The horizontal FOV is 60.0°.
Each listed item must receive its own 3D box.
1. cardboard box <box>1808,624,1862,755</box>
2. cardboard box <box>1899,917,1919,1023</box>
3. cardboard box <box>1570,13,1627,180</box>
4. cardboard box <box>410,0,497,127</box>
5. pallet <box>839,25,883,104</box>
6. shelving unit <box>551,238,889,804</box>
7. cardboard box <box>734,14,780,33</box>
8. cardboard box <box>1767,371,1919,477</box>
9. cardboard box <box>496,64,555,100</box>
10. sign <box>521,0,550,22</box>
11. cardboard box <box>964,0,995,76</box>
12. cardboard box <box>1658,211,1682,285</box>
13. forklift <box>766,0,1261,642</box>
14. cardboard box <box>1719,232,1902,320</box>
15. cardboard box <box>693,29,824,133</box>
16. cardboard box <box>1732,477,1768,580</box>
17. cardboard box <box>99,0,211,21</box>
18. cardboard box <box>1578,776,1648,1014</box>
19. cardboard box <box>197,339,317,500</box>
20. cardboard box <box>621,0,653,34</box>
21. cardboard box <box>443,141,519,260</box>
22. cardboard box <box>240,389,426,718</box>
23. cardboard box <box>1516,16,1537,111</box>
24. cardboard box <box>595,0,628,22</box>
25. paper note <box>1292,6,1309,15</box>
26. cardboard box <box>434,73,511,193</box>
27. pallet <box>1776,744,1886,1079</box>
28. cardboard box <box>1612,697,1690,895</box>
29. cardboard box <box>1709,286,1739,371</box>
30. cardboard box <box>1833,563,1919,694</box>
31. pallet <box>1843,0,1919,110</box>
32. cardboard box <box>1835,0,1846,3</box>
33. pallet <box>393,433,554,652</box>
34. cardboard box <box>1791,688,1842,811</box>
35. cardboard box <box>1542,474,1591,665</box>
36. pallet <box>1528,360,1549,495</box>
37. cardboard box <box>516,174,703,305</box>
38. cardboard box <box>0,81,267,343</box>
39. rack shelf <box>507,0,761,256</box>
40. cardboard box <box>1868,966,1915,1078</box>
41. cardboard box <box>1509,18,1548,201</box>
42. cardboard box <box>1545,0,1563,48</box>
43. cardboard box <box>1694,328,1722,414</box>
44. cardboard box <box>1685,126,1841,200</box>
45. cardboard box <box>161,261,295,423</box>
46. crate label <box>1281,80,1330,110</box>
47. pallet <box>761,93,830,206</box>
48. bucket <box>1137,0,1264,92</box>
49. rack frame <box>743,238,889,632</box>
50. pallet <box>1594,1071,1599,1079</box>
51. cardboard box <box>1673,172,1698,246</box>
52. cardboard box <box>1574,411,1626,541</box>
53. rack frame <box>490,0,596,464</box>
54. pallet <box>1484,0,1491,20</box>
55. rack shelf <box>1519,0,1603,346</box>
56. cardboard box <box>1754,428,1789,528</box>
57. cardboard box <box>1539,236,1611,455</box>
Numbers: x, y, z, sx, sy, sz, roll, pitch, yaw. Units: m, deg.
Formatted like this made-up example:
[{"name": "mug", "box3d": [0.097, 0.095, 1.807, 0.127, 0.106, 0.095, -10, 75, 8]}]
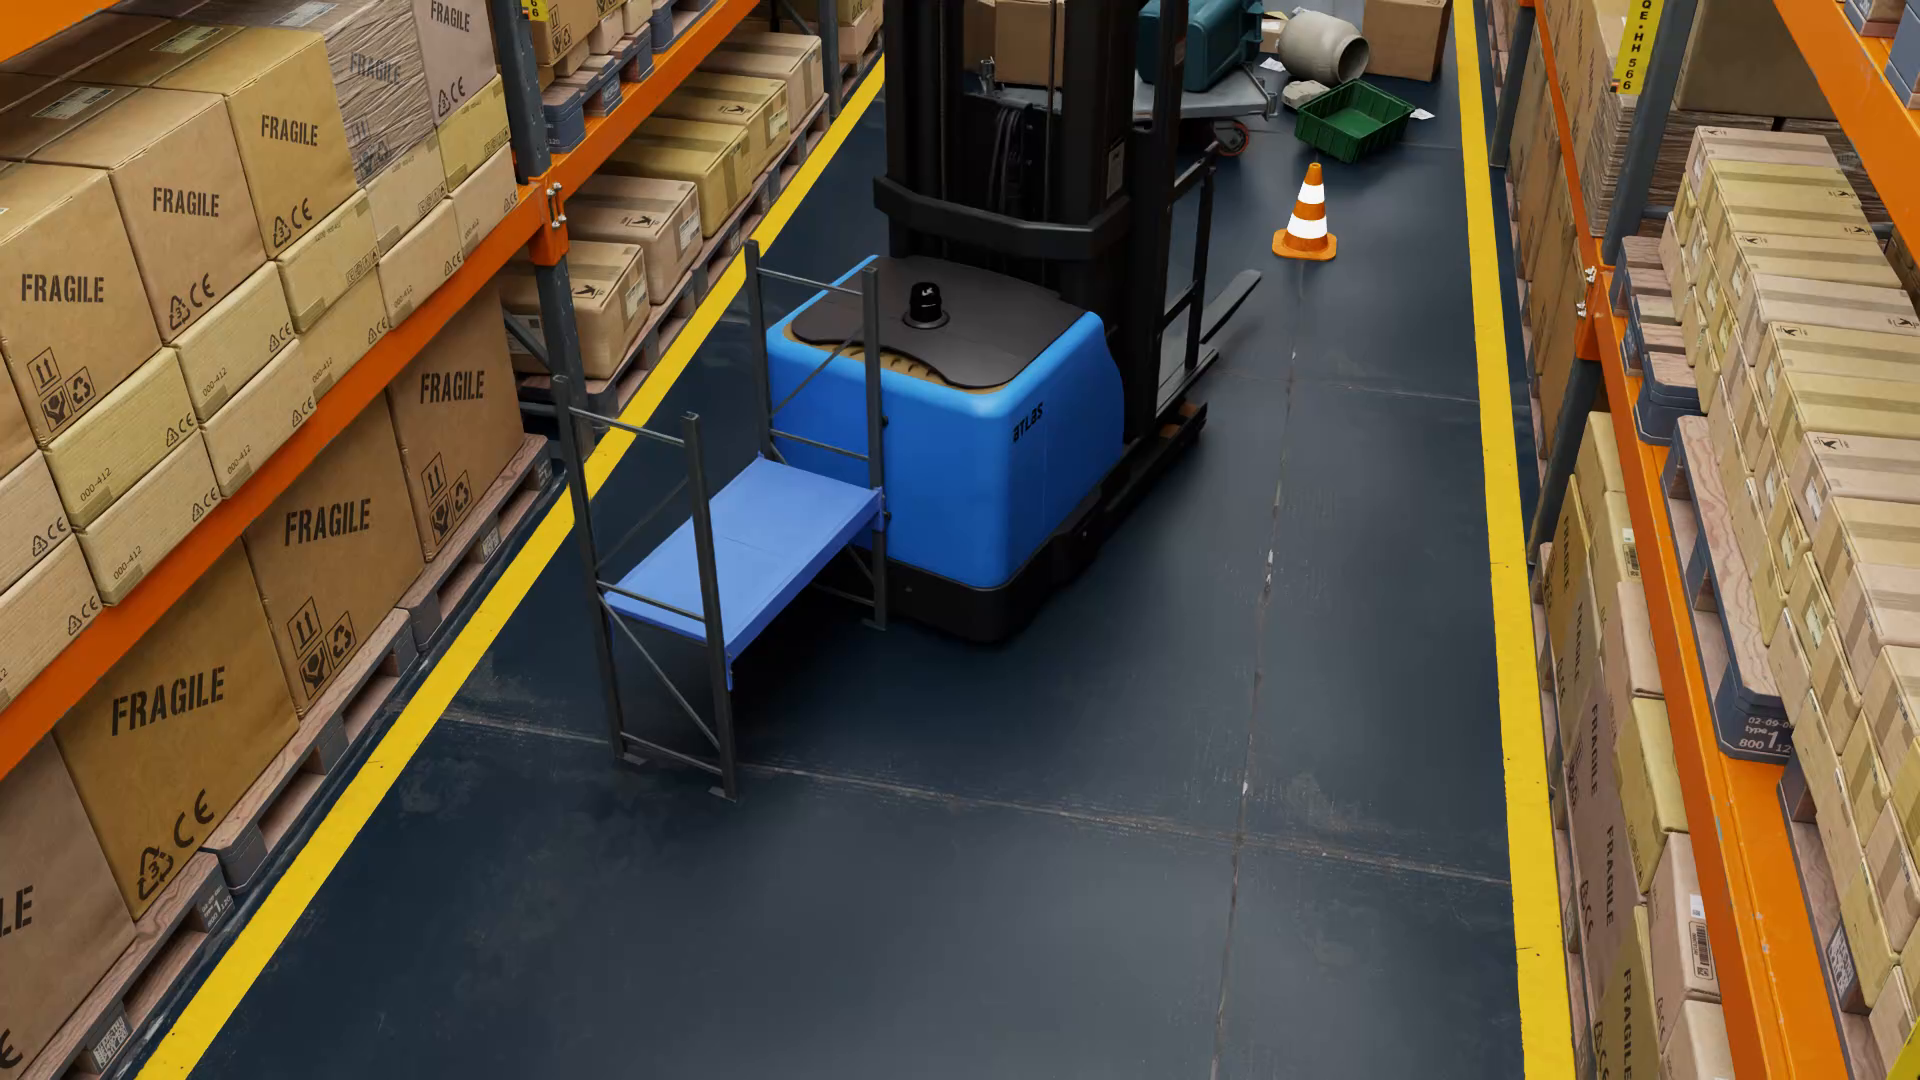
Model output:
[{"name": "cardboard box", "box3d": [1.959, 0.320, 3.355, 0.380, 0.149, 0.250, 6, 36, 8]}, {"name": "cardboard box", "box3d": [1.794, 0.771, 2.733, 0.380, 0.149, 0.250, 8, 37, 11]}, {"name": "cardboard box", "box3d": [2.698, -1.699, 6.453, 0.500, 0.500, 0.500, 7, 37, 10]}, {"name": "cardboard box", "box3d": [-1.956, -1.760, 5.684, 0.500, 0.500, 0.500, 6, 36, 9]}, {"name": "pallet", "box3d": [-1.138, -3.197, 10.981, 1.003, 0.211, 1.213, 7, 37, 10]}, {"name": "shelving unit", "box3d": [-0.729, -0.068, 5.566, 0.538, 1.500, 1.048, 17, 39, 22]}, {"name": "cardboard box", "box3d": [-1.383, -3.366, 10.823, 0.500, 0.250, 0.500, 9, 37, 12]}, {"name": "cardboard box", "box3d": [2.132, -0.253, 3.893, 0.380, 0.149, 0.250, 7, 36, 9]}, {"name": "cardboard box", "box3d": [-1.850, -1.875, 6.637, 0.380, 0.149, 0.250, 5, 36, 7]}, {"name": "sign", "box3d": [-1.558, -2.045, 6.028, 0.100, 0.325, 0.005, 7, 37, 10]}, {"name": "cardboard box", "box3d": [0.312, -3.369, 10.971, 0.500, 0.500, 0.500, -24, 42, -30]}, {"name": "cardboard box", "box3d": [2.464, -0.918, 5.317, 0.380, 0.149, 0.250, 7, 36, 9]}, {"name": "forklift", "box3d": [0.436, -1.653, 6.533, 1.130, 2.935, 3.031, 19, 40, 24]}, {"name": "cardboard box", "box3d": [2.300, -0.703, 4.513, 0.380, 0.149, 0.250, 6, 36, 8]}, {"name": "cardboard box", "box3d": [-1.356, -2.742, 9.858, 0.950, 0.372, 0.625, 8, 37, 11]}, {"name": "cardboard box", "box3d": [2.126, -0.009, 4.062, 0.380, 0.149, 0.250, 6, 36, 8]}, {"name": "cardboard box", "box3d": [-2.542, -1.551, 5.397, 0.500, 0.500, 0.500, 7, 37, 10]}, {"name": "cardboard box", "box3d": [2.038, 1.011, 4.571, 0.500, 0.500, 0.500, 7, 36, 9]}, {"name": "cardboard box", "box3d": [-2.254, -0.383, 4.850, 0.500, 0.250, 0.500, 7, 36, 9]}, {"name": "cardboard box", "box3d": [-1.574, -2.339, 7.277, 0.380, 0.149, 0.250, 8, 37, 10]}, {"name": "cardboard box", "box3d": [-1.955, -1.260, 6.061, 0.500, 0.250, 0.500, 6, 36, 8]}, {"name": "cardboard box", "box3d": [-2.524, -0.057, 5.725, 0.875, 0.875, 0.875, 8, 37, 11]}, {"name": "cardboard box", "box3d": [3.814, -3.036, 9.835, 0.875, 0.875, 0.875, 8, 37, 11]}, {"name": "cardboard box", "box3d": [-1.674, -2.503, 6.951, 0.500, 0.500, 0.500, 9, 37, 12]}, {"name": "paper note", "box3d": [2.481, -3.802, 11.971, 0.144, 0.017, 0.142, 20, 41, 26]}, {"name": "cardboard box", "box3d": [-1.956, -1.476, 5.932, 0.500, 0.250, 0.500, 7, 37, 10]}, {"name": "pallet", "box3d": [2.207, 0.870, 3.157, 1.003, 0.211, 1.213, 7, 37, 10]}, {"name": "cardboard box", "box3d": [2.036, 0.694, 4.369, 0.500, 0.250, 0.500, 6, 36, 8]}, {"name": "cardboard box", "box3d": [2.294, -0.564, 4.575, 0.380, 0.149, 0.250, 7, 37, 10]}, {"name": "cardboard box", "box3d": [1.967, 0.196, 3.273, 0.380, 0.149, 0.250, 7, 37, 10]}, {"name": "pallet", "box3d": [2.357, -0.862, 2.987, 1.213, 0.211, 1.003, 7, 37, 10]}, {"name": "cardboard box", "box3d": [2.173, -1.467, 3.577, 0.500, 0.500, 0.500, 7, 37, 10]}, {"name": "pallet", "box3d": [-2.343, -0.072, 6.669, 1.003, 0.211, 1.213, 7, 37, 10]}, {"name": "cardboard box", "box3d": [1.957, 0.456, 3.421, 0.380, 0.149, 0.250, 6, 36, 8]}, {"name": "cardboard box", "box3d": [2.356, 0.135, 5.780, 0.500, 0.500, 0.500, 6, 36, 8]}, {"name": "pallet", "box3d": [2.998, -0.394, 7.114, 1.003, 0.211, 1.213, 7, 37, 10]}, {"name": "cardboard box", "box3d": [-1.821, -1.496, 8.140, 0.950, 0.372, 0.625, 7, 36, 9]}, {"name": "cardboard box", "box3d": [-2.285, -0.891, 4.486, 0.500, 0.500, 0.500, 7, 36, 9]}, {"name": "rack shelf", "box3d": [-1.674, -2.499, 8.255, 1.077, 0.370, 4.000, 7, 37, 10]}, {"name": "cardboard box", "box3d": [1.793, 0.892, 2.820, 0.380, 0.149, 0.250, 7, 36, 9]}, {"name": "cardboard box", "box3d": [3.566, -2.266, 8.880, 1.050, 0.750, 0.750, 7, 37, 10]}, {"name": "cardboard box", "box3d": [3.019, -2.571, 7.656, 0.500, 0.500, 0.500, 7, 37, 10]}, {"name": "cardboard box", "box3d": [2.293, -0.455, 4.677, 0.380, 0.149, 0.250, 9, 37, 12]}, {"name": "cardboard box", "box3d": [2.468, -1.147, 5.126, 0.380, 0.149, 0.250, 7, 37, 10]}, {"name": "cardboard box", "box3d": [-2.262, -0.587, 4.706, 0.500, 0.250, 0.500, 6, 36, 9]}, {"name": "crate label", "box3d": [2.188, -2.799, 10.495, 0.298, 0.136, 0.250, -17, 39, -22]}, {"name": "pallet", "box3d": [-1.411, -2.361, 9.828, 1.003, 0.211, 1.213, 7, 37, 10]}, {"name": "bucket", "box3d": [1.388, -3.031, 9.870, 0.726, 0.611, 0.620, 20, 51, 26]}, {"name": "rack frame", "box3d": [-0.498, -0.334, 5.933, 0.500, 1.500, 0.032, 17, 39, 22]}, {"name": "pallet", "box3d": [2.067, 1.895, 3.956, 1.003, 0.211, 1.213, 7, 37, 10]}, {"name": "cardboard box", "box3d": [2.457, -1.018, 5.201, 0.380, 0.149, 0.250, 9, 37, 12]}, {"name": "cardboard box", "box3d": [2.373, -0.177, 5.572, 0.500, 0.250, 0.500, 6, 36, 8]}, {"name": "rack frame", "box3d": [-2.101, -1.643, 6.461, 1.000, 3.000, 0.127, 7, 37, 10]}, {"name": "pallet", "box3d": [4.371, -4.070, 12.186, 1.003, 0.211, 1.213, 7, 37, 10]}, {"name": "rack shelf", "box3d": [3.184, -1.936, 7.478, 1.077, 0.370, 4.000, 7, 37, 10]}, {"name": "cardboard box", "box3d": [2.130, -0.124, 3.968, 0.380, 0.149, 0.250, 9, 37, 12]}, {"name": "cardboard box", "box3d": [2.974, -0.678, 6.688, 1.050, 0.750, 0.750, 7, 36, 9]}]
